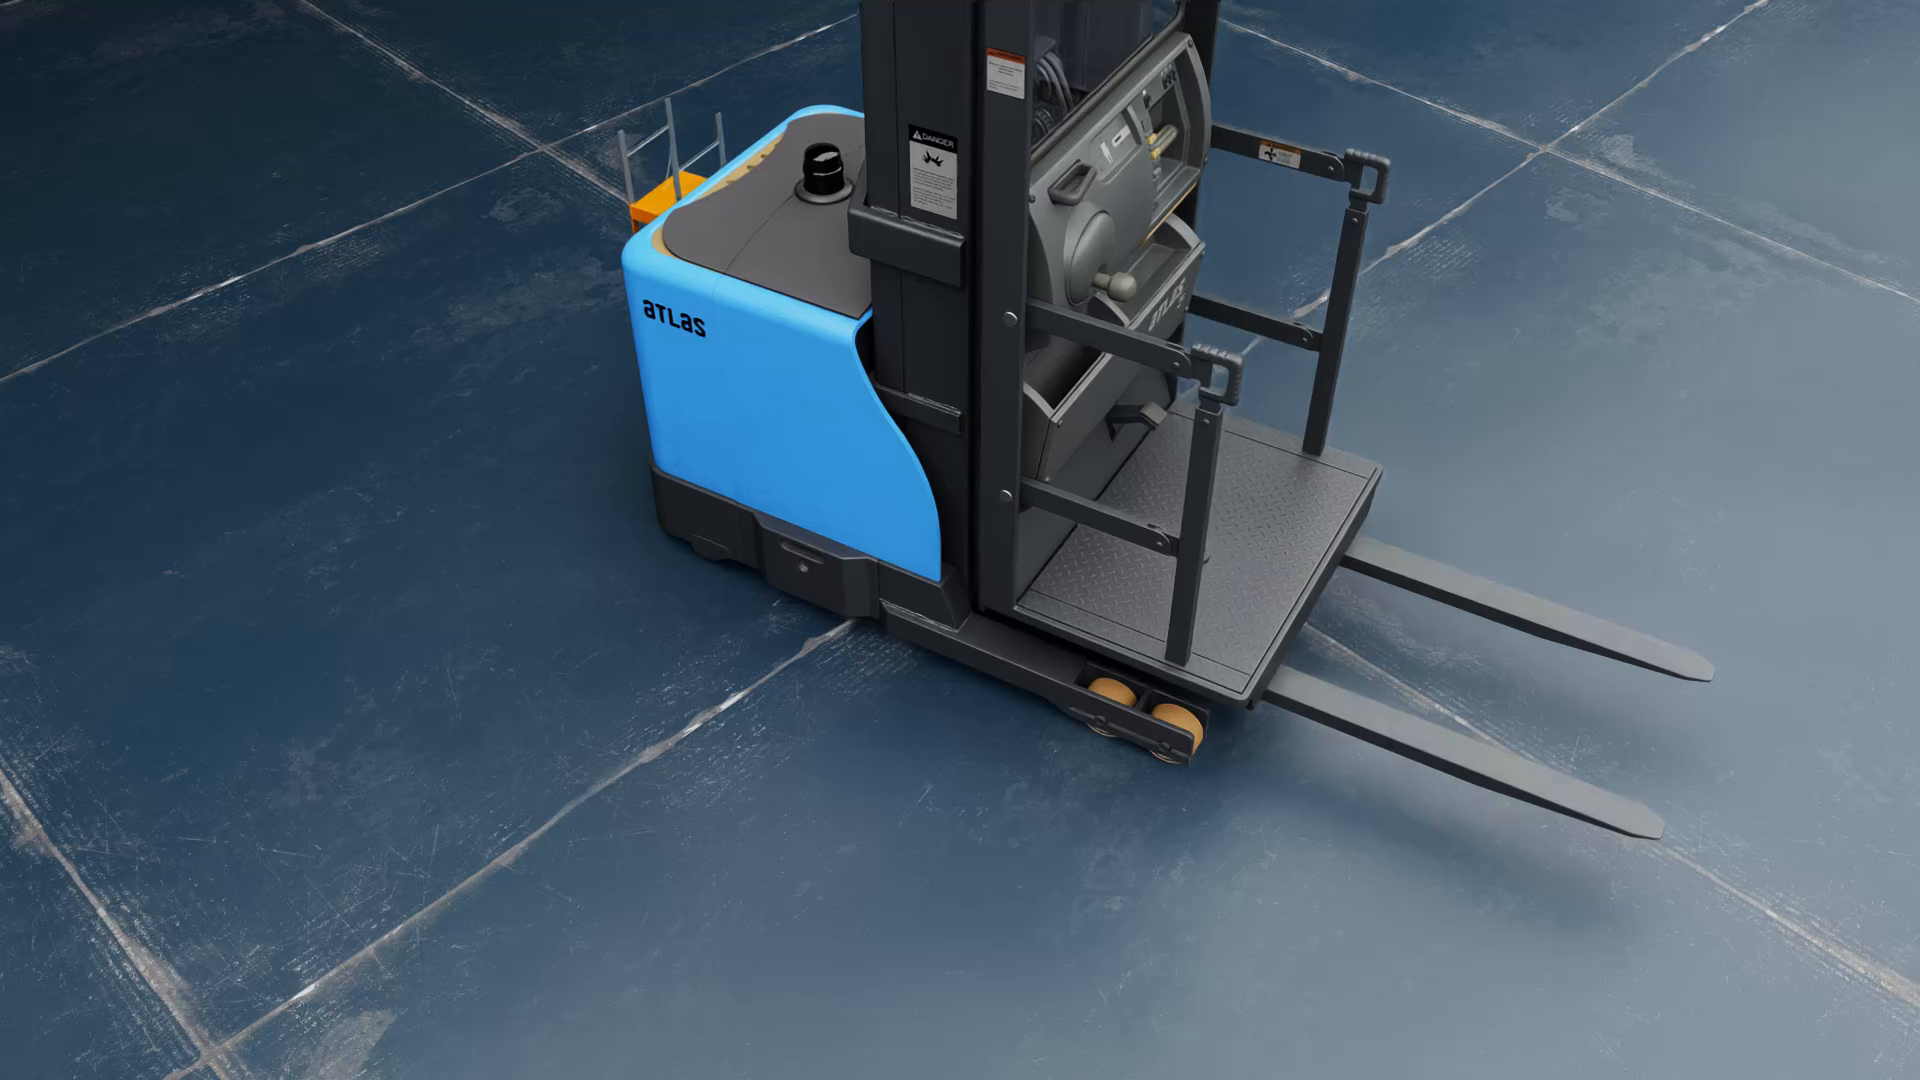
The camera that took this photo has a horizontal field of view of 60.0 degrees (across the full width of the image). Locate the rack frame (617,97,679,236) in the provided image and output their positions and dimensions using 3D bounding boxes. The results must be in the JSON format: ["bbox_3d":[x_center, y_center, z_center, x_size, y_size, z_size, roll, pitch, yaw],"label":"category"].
[{"bbox_3d":[-0.915,-0.792,5.223,0.006,1.200,0.240,21,47,21],"label":"rack frame"}]

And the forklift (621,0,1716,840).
[{"bbox_3d":[0.587,-0.877,4.040,3.031,2.935,1.130,21,47,21],"label":"forklift"}]

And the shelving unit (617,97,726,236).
[{"bbox_3d":[-0.835,-0.761,5.189,0.189,1.200,0.258,21,47,21],"label":"shelving unit"}]

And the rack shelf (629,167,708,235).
[{"bbox_3d":[-0.835,-0.993,4.975,0.180,0.103,0.258,21,47,21],"label":"rack shelf"}]

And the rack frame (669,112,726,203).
[{"bbox_3d":[-0.756,-0.730,5.156,0.006,1.200,0.240,21,47,21],"label":"rack frame"}]
